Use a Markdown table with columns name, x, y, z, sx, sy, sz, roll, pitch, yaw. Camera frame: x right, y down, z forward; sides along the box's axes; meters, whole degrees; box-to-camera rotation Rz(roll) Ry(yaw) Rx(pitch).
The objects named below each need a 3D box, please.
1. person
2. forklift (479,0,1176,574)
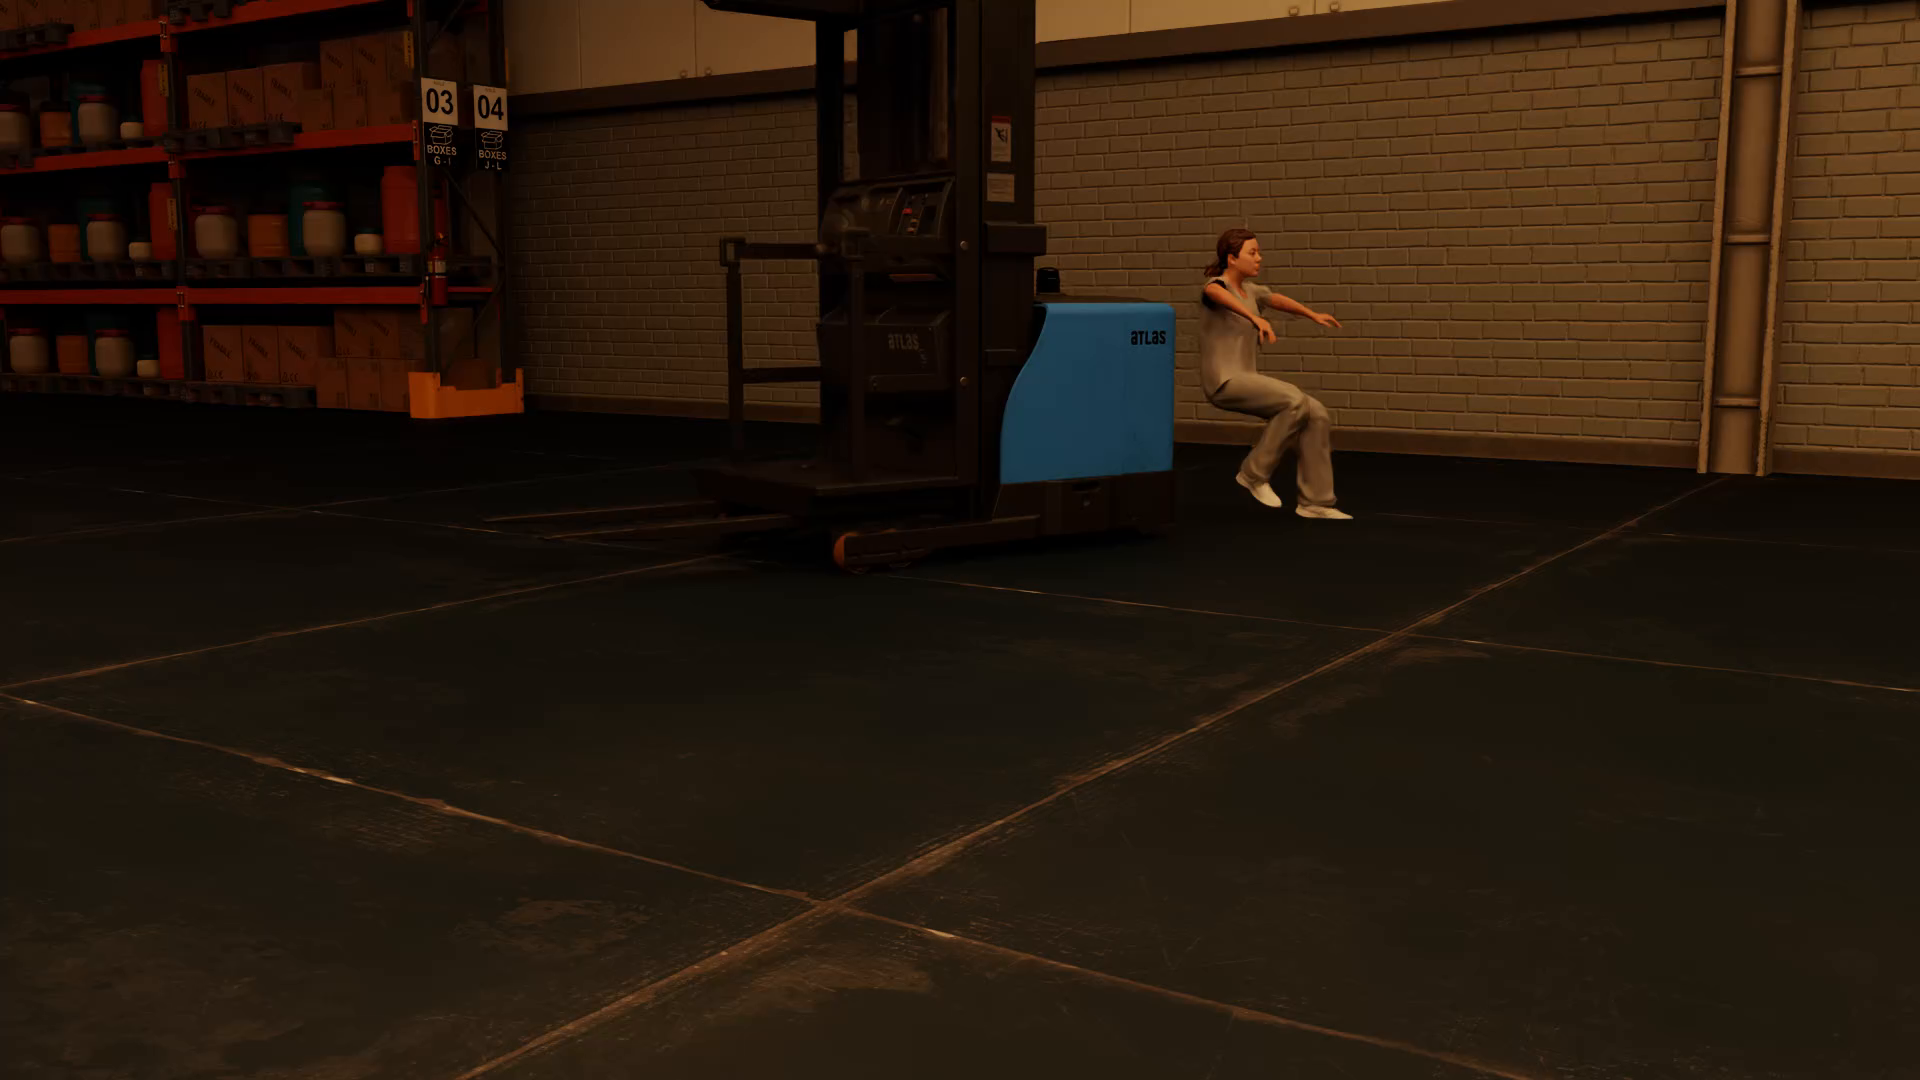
| name | x | y | z | sx | sy | sz | roll | pitch | yaw |
| --- | --- | --- | --- | --- | --- | --- | --- | --- | --- |
| person | 1.545 | -0.793 | 8.222 | 0.756 | 1.479 | 0.915 | 5 | 9 | 30 |
| forklift | -0.491 | -1.400 | 7.039 | 3.031 | 2.935 | 1.130 | -6 | 10 | -36 |
